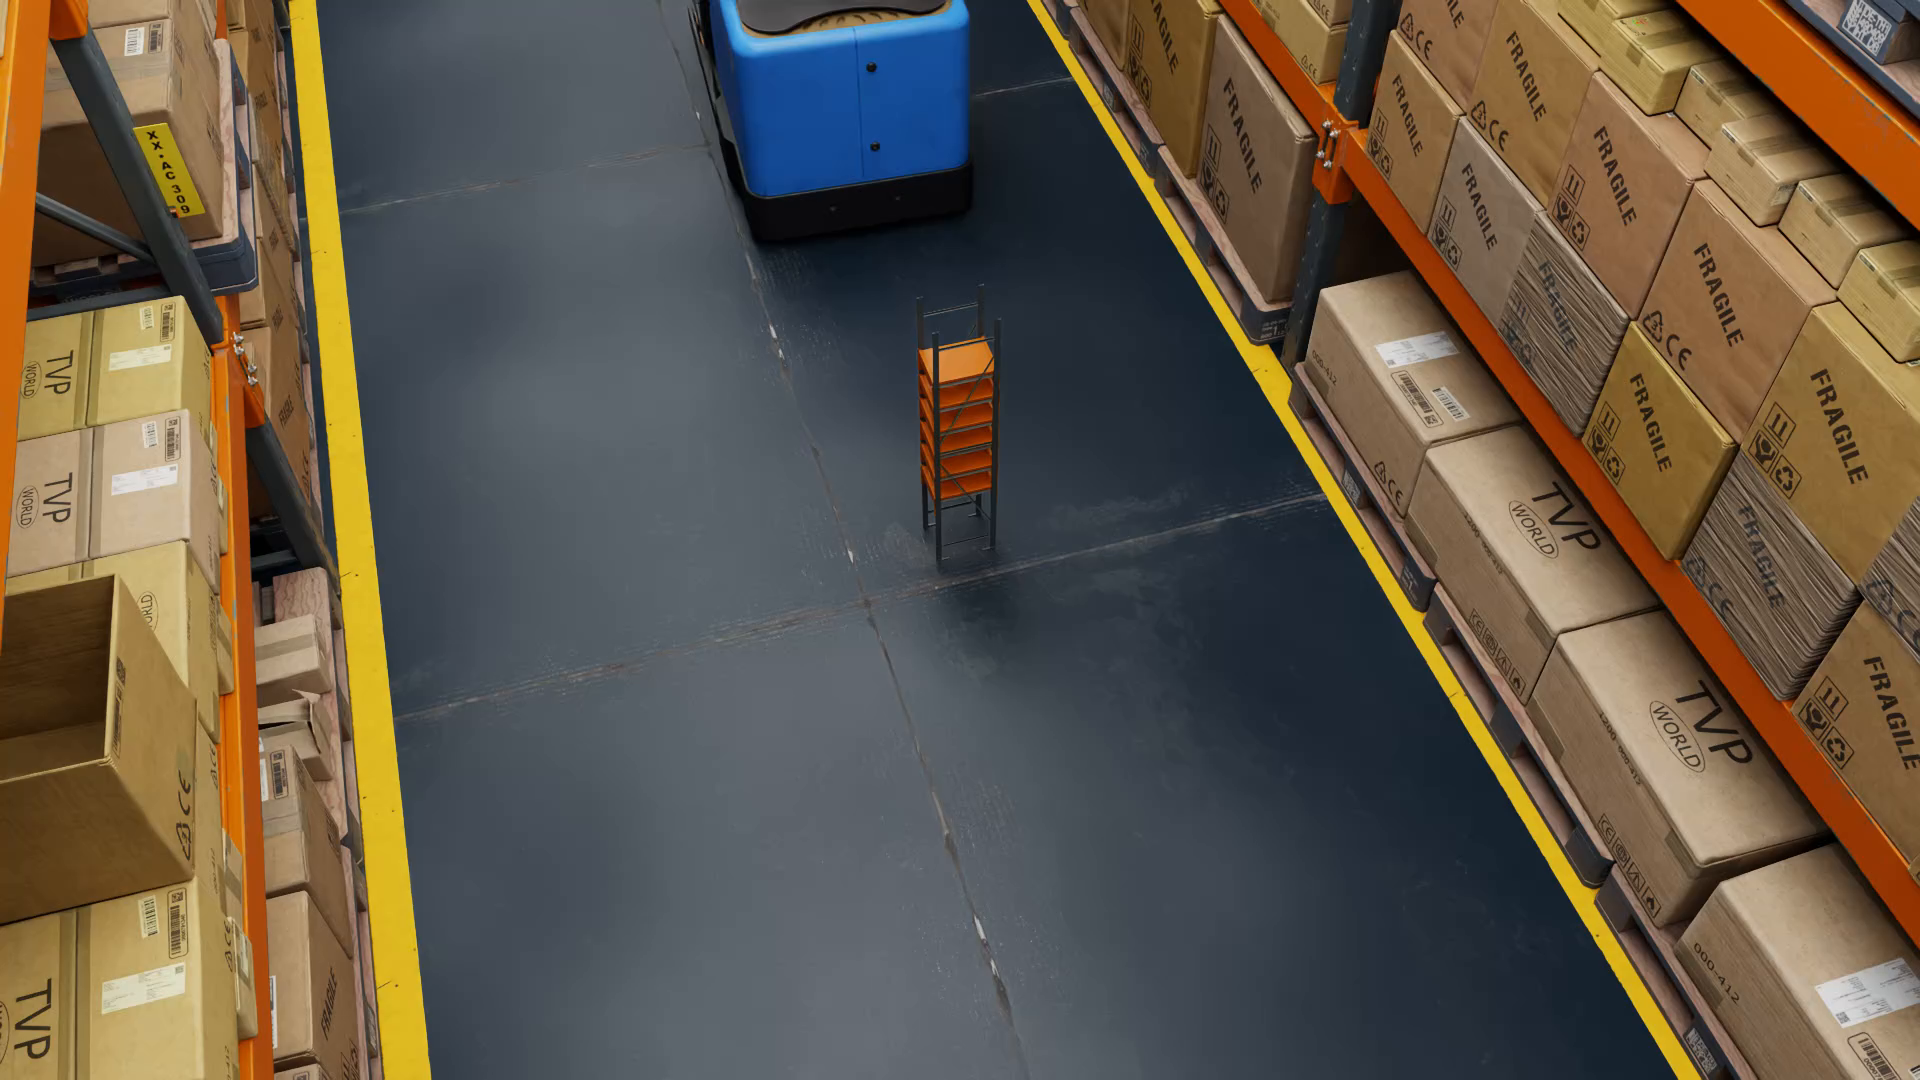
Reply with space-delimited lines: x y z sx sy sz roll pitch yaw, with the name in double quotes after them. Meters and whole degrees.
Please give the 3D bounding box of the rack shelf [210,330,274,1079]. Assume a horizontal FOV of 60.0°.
-2.271 1.008 4.198 1.077 0.370 4.000 -13 51 -11 "rack shelf"

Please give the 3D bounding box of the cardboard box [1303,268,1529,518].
1.961 -0.636 6.515 0.875 0.438 0.875 -14 51 -12 "cardboard box"

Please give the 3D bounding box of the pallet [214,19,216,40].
-3.466 -2.125 6.494 1.003 0.211 1.213 -13 51 -11 "pallet"

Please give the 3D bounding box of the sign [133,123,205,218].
-2.346 -1.092 4.932 0.100 0.325 0.005 -13 51 -11 "sign"

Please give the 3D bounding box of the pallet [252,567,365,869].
-2.660 0.716 5.798 1.003 0.211 1.213 -13 51 -11 "pallet"

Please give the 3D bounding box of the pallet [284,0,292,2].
-4.251 -3.317 9.198 1.003 0.211 1.213 -13 51 -11 "pallet"

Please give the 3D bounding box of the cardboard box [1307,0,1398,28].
1.516 -2.189 6.194 0.500 0.250 0.500 -13 51 -11 "cardboard box"

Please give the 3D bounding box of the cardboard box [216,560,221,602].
-2.277 0.140 4.624 0.380 0.149 0.250 -12 51 -10 "cardboard box"

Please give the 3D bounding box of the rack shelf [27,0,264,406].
-3.454 -1.913 6.661 1.077 0.370 4.000 -13 51 -11 "rack shelf"

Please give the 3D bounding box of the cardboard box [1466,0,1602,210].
1.931 -1.391 5.031 0.500 0.500 0.500 -14 51 -11 "cardboard box"

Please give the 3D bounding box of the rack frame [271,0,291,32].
-4.045 -3.606 7.618 1.000 3.000 0.127 -13 51 -11 "rack frame"

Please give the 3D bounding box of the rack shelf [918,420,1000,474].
-0.004 -0.369 6.124 0.258 0.103 0.180 -13 51 -11 "rack shelf"

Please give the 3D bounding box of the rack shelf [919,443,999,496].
-0.004 -0.291 6.216 0.258 0.103 0.180 -13 51 -11 "rack shelf"

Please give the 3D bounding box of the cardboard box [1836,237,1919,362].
2.334 -0.588 3.930 0.380 0.149 0.250 -12 51 -10 "cardboard box"

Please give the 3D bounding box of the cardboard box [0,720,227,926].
-2.030 0.691 3.899 0.500 0.250 0.500 -15 51 -12 "cardboard box"

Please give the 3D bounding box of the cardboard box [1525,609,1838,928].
2.492 0.677 5.408 0.875 0.438 0.875 -12 51 -10 "cardboard box"

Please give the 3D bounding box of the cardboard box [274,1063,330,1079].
-1.985 1.806 4.415 0.700 0.500 0.500 -11 51 -9 "cardboard box"

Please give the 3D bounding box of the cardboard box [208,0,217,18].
-3.177 -2.207 6.098 0.700 0.500 0.500 -14 51 -11 "cardboard box"

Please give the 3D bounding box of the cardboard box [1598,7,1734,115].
1.996 -1.327 4.553 0.380 0.149 0.250 -15 51 -12 "cardboard box"

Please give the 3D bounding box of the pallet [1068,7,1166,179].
1.214 -2.350 8.383 1.003 0.211 1.213 -13 51 -11 "pallet"

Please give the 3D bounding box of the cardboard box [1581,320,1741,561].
2.205 -0.330 4.791 0.500 0.500 0.500 -12 51 -10 "cardboard box"

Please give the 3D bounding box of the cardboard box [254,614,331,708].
-2.417 0.440 5.797 0.380 0.149 0.250 -15 51 -12 "cardboard box"

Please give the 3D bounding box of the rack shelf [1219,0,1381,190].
1.287 -3.038 7.610 1.077 0.370 4.000 -13 51 -11 "rack shelf"

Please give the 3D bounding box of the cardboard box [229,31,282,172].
-3.420 -1.926 7.561 0.500 0.500 0.500 -11 51 -9 "cardboard box"

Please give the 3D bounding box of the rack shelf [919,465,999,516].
-0.004 -0.214 6.307 0.258 0.103 0.180 -13 51 -11 "rack shelf"

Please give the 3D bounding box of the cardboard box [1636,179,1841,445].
2.218 -0.645 4.403 0.500 0.500 0.500 -14 51 -11 "cardboard box"

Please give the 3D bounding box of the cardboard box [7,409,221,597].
-2.316 -0.053 4.526 0.500 0.250 0.500 -13 51 -11 "cardboard box"

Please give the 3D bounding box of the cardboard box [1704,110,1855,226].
2.156 -0.967 4.249 0.380 0.149 0.250 -13 51 -11 "cardboard box"

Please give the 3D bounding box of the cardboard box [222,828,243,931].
-1.945 0.876 4.003 0.380 0.149 0.250 -12 51 -10 "cardboard box"

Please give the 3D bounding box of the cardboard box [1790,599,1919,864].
2.532 0.417 4.160 0.500 0.500 0.500 -14 51 -12 "cardboard box"

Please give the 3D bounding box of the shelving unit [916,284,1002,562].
-0.004 -0.397 6.090 0.258 1.200 0.189 -13 51 -11 "shelving unit"

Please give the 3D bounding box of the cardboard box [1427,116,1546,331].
1.912 -1.071 5.415 0.500 0.500 0.500 -13 51 -11 "cardboard box"

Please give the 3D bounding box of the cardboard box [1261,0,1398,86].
1.505 -2.032 6.389 0.500 0.250 0.500 -14 51 -12 "cardboard box"

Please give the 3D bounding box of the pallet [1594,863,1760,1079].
2.750 1.445 5.184 1.003 0.211 1.213 -13 51 -11 "pallet"

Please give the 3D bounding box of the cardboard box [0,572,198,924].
-2.000 0.460 3.603 0.500 0.500 0.500 -12 51 -10 "cardboard box"

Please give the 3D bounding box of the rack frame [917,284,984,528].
-0.031 -0.464 6.146 0.240 1.200 0.006 -13 51 -11 "rack frame"

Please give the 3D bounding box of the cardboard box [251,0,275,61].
-3.715 -2.675 8.193 0.500 0.500 0.500 -12 51 -10 "cardboard box"

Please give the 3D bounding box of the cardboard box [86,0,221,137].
-2.945 -1.634 5.615 0.700 0.500 0.500 -13 51 -11 "cardboard box"

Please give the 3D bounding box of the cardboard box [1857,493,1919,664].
2.509 0.084 3.787 0.500 0.500 0.500 -13 51 -11 "cardboard box"

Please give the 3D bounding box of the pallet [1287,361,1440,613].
2.028 -0.337 6.686 1.003 0.211 1.213 -13 51 -11 "pallet"

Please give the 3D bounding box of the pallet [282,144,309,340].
-3.503 -1.264 7.467 1.003 0.211 1.213 -13 51 -11 "pallet"

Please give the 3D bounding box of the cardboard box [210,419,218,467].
-2.429 -0.242 4.946 0.380 0.149 0.250 -12 51 -10 "cardboard box"

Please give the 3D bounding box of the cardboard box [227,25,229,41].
-3.477 -2.243 7.405 0.380 0.149 0.250 -12 51 -10 "cardboard box"

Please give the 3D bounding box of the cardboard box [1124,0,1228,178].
1.344 -2.353 7.676 0.875 0.875 0.875 -12 51 -10 "cardboard box"

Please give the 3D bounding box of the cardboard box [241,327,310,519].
-2.790 -0.418 6.291 0.500 0.500 0.500 -11 51 -9 "cardboard box"

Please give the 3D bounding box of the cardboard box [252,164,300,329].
-3.101 -1.170 6.925 0.500 0.500 0.500 -15 51 -12 "cardboard box"

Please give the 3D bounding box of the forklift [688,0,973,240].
-0.794 -3.470 7.548 1.130 2.935 3.031 -11 51 -9 "forklift"

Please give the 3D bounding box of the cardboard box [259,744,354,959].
-2.292 1.048 5.055 0.700 0.500 0.500 -15 52 -12 "cardboard box"
